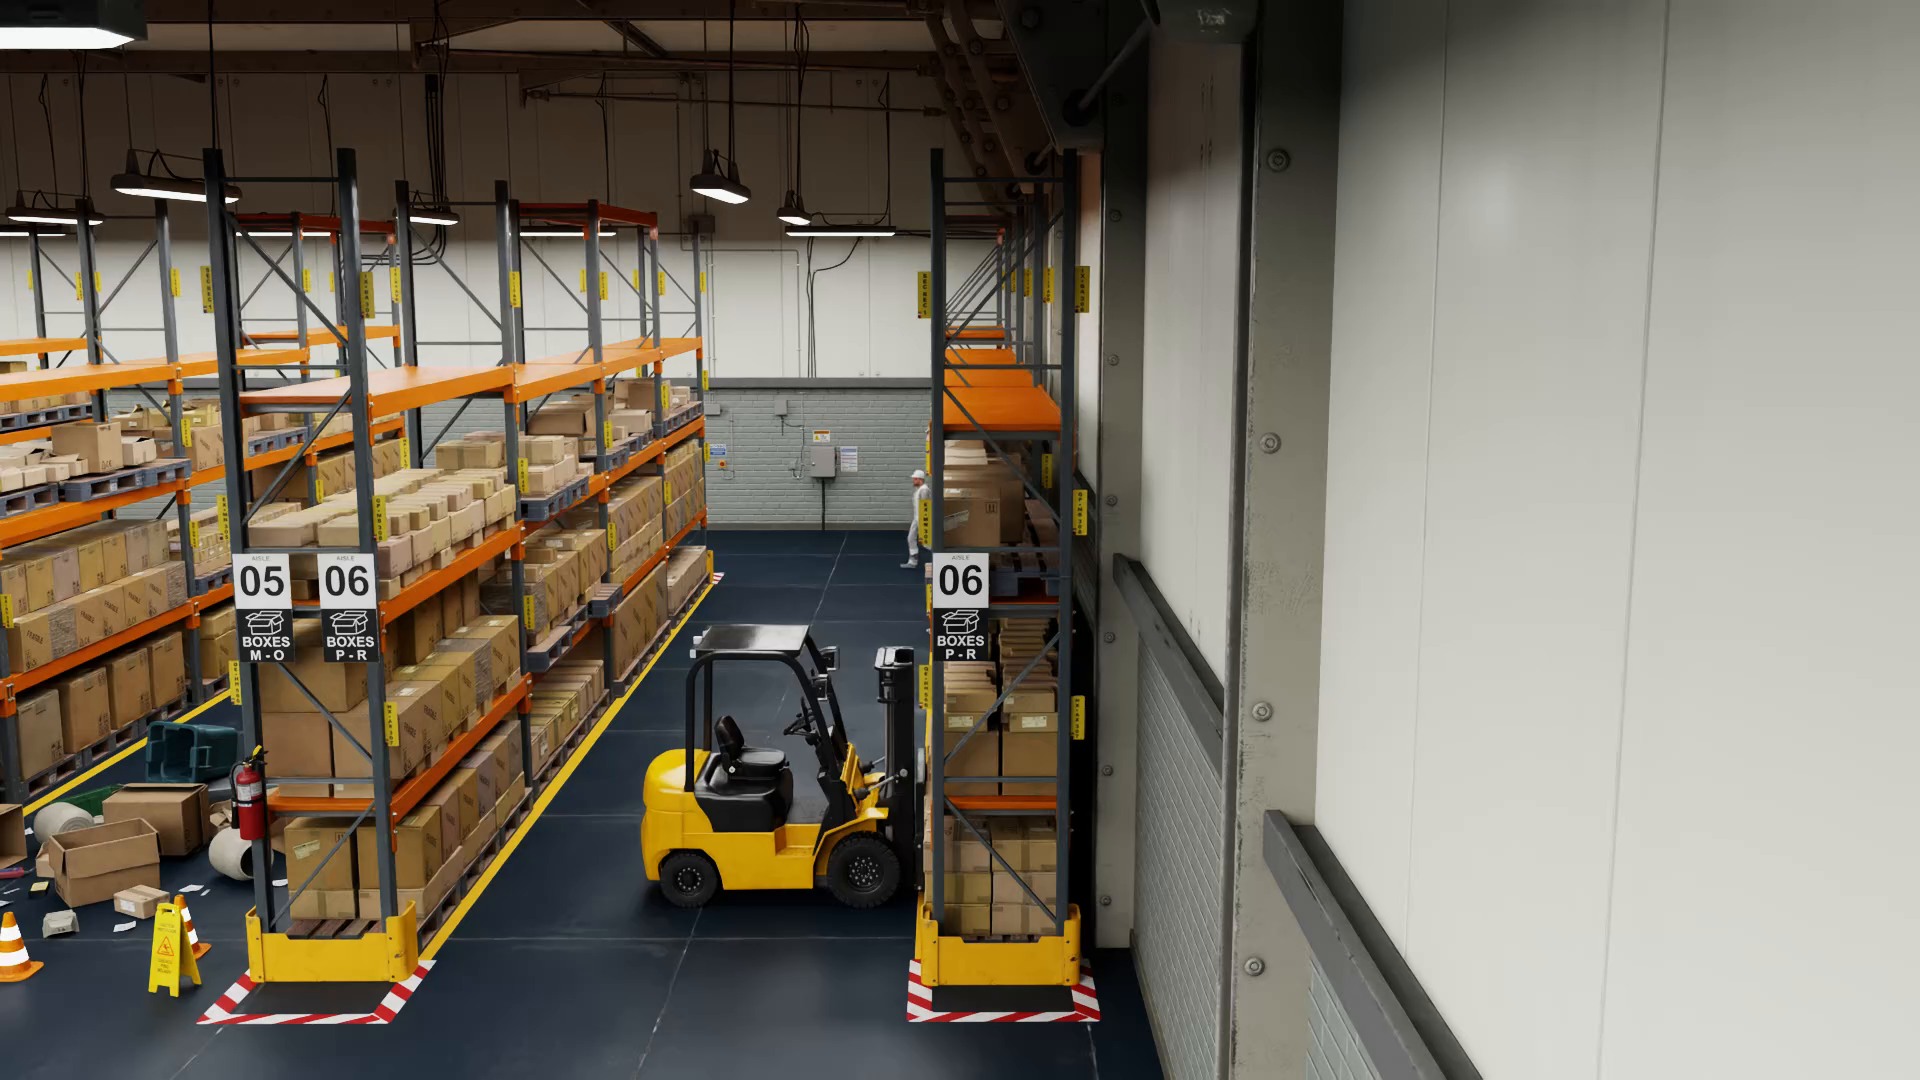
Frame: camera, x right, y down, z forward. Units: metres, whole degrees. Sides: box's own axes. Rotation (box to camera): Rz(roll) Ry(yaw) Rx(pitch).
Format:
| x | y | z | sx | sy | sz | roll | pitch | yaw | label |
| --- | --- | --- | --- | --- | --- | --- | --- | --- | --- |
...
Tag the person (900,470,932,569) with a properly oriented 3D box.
| x | y | z | sx | sy | sz | roll | pitch | yaw | label |
| --- | --- | --- | --- | --- | --- | --- | --- | --- | --- |
| -0.624 | -0.352 | 29.101 | 0.822 | 1.761 | 0.632 | -2 | 9 | -13 | person |
